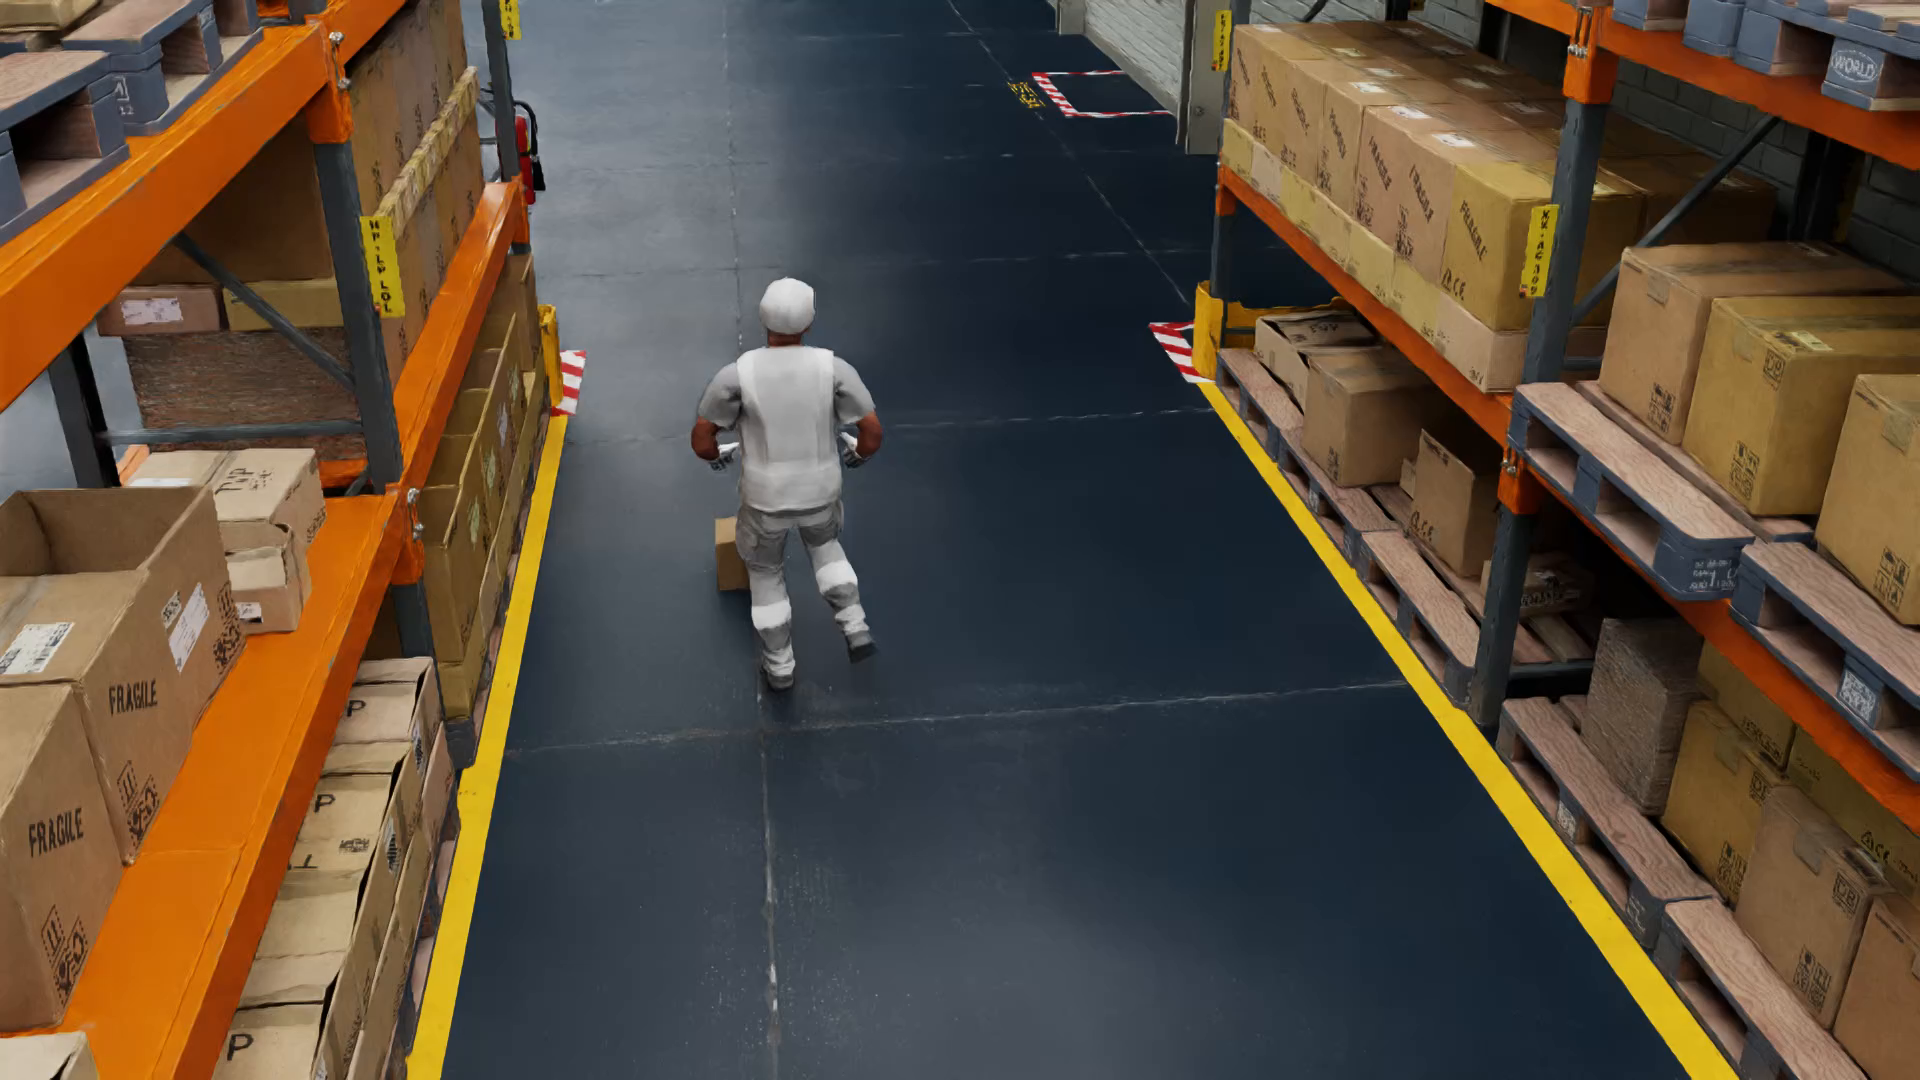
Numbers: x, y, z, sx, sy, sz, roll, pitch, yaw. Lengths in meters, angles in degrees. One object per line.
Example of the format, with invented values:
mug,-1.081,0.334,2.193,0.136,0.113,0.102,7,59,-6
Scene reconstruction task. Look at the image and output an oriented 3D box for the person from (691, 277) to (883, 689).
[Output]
person,-0.694,-0.213,6.551,0.724,1.749,0.485,-8,28,-15
